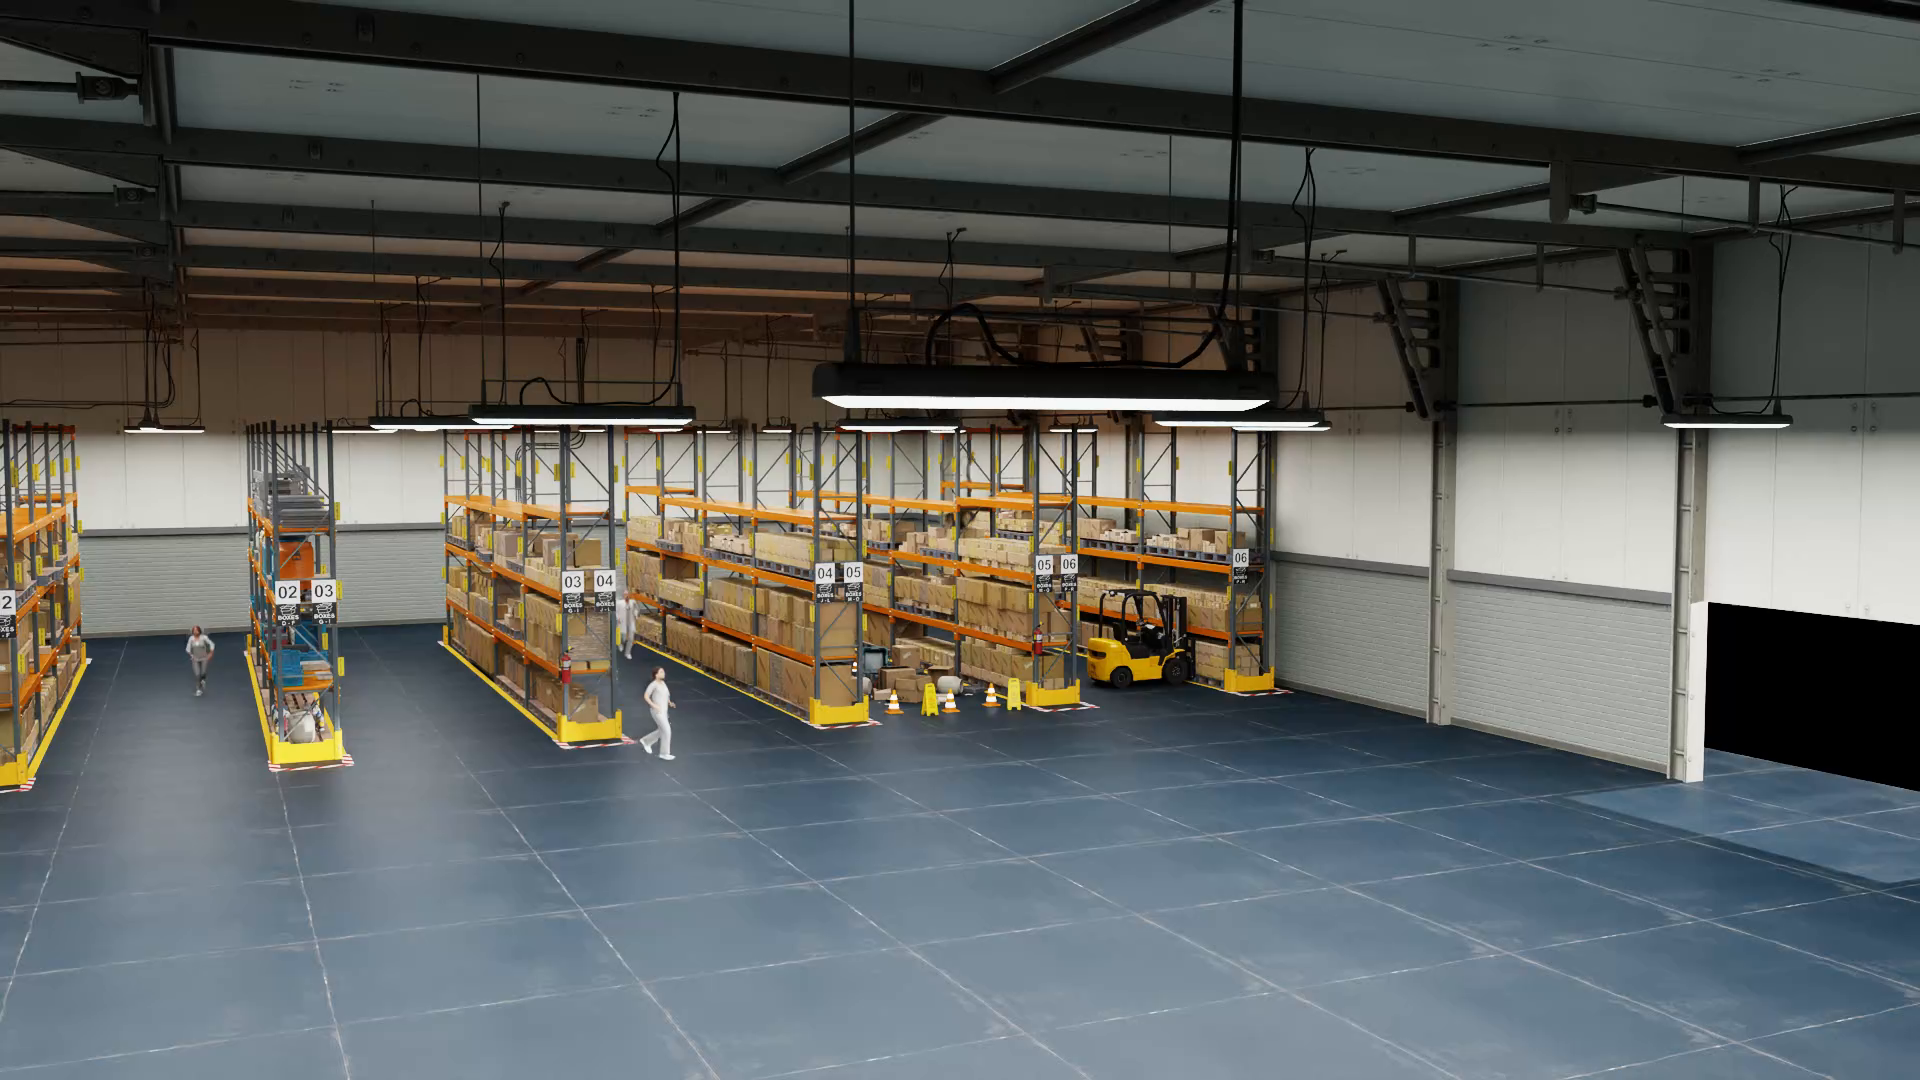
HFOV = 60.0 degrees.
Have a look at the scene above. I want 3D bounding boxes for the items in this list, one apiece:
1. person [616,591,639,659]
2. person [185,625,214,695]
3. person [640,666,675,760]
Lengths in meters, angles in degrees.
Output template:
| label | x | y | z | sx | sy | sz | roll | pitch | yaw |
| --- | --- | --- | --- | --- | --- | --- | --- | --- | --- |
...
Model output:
| label | x | y | z | sx | sy | sz | roll | pitch | yaw |
| --- | --- | --- | --- | --- | --- | --- | --- | --- | --- |
| person | -8.636 | 2.183 | 43.042 | 0.721 | 1.758 | 0.748 | -2 | 4 | -26 |
| person | -16.775 | 2.660 | 36.687 | 0.560 | 1.558 | 0.605 | -1 | 4 | -17 |
| person | -5.391 | 3.055 | 29.489 | 0.719 | 1.653 | 0.587 | 1 | 4 | 17 |
